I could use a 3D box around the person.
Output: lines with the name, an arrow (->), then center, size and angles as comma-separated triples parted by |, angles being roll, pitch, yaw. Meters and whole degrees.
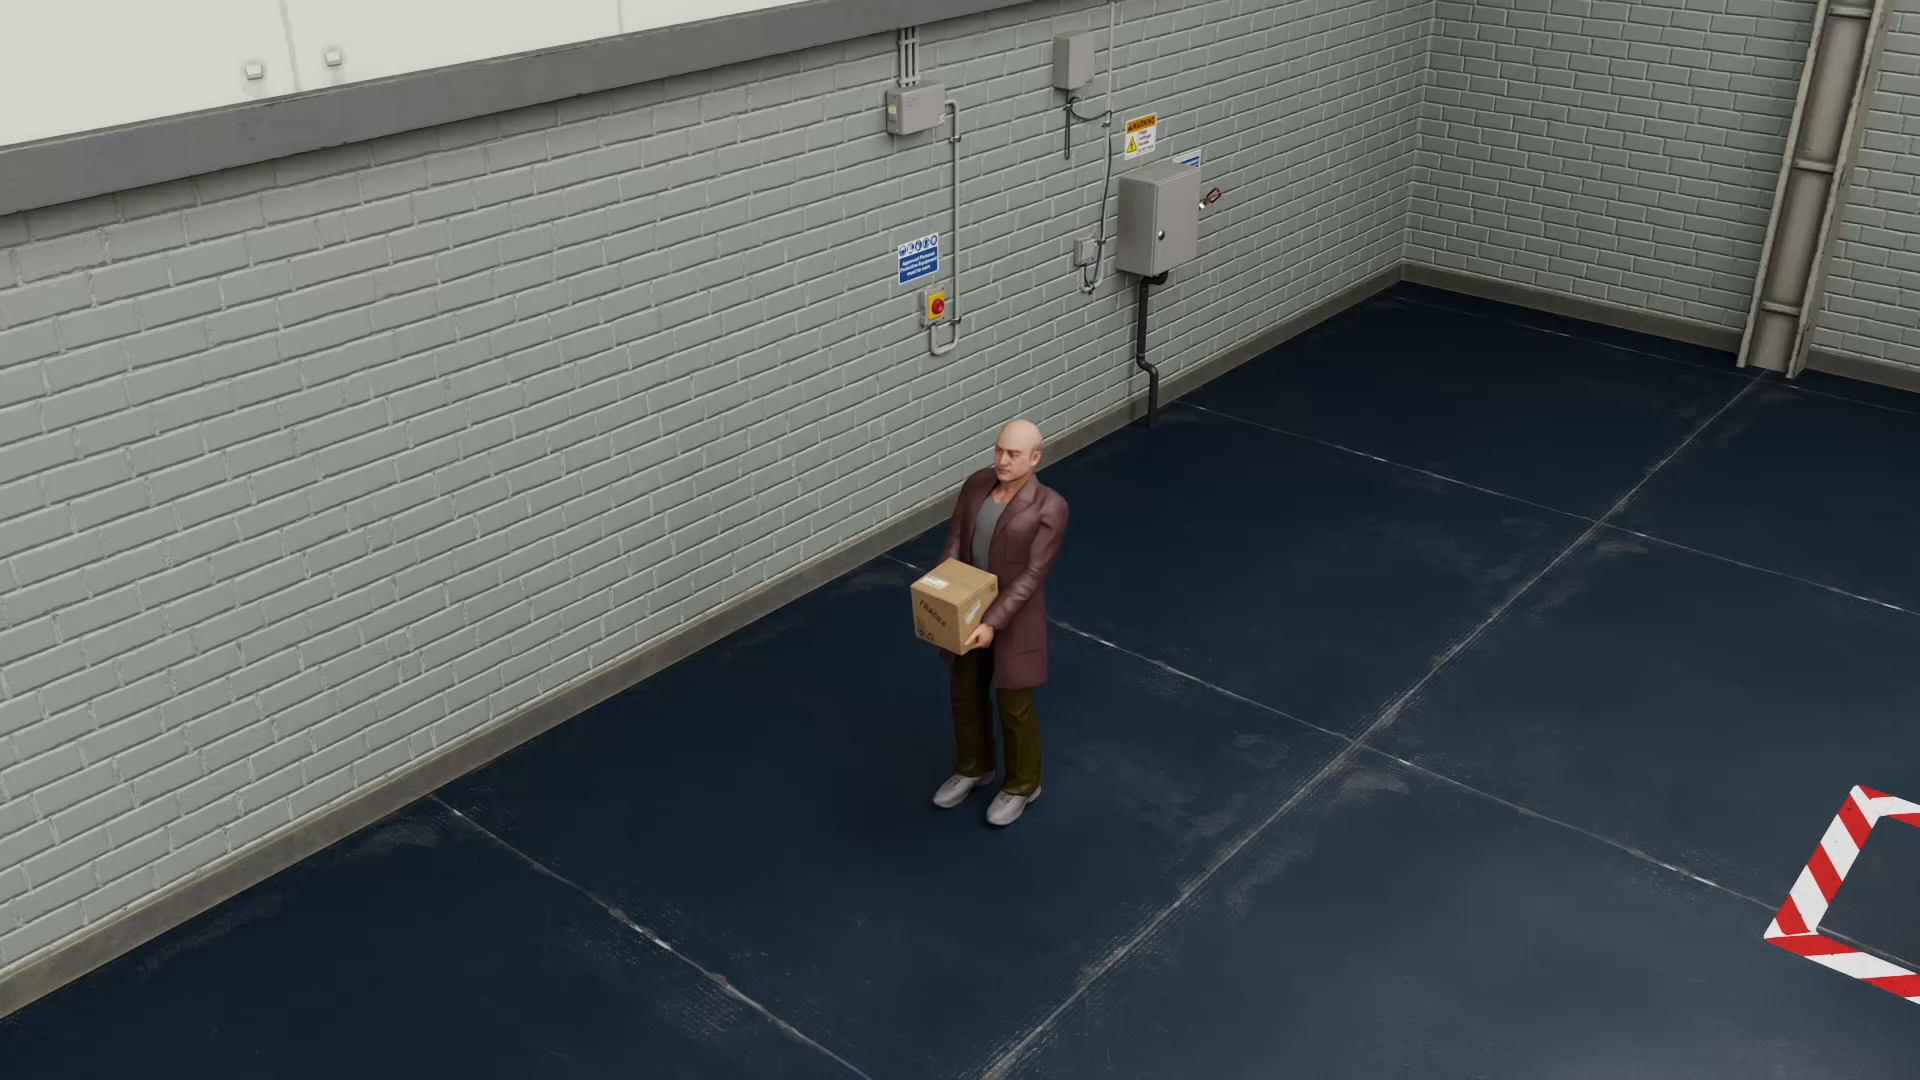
person -> 0.109, 0.372, 6.911 | 0.527, 1.769, 0.563 | 21, 34, 35
